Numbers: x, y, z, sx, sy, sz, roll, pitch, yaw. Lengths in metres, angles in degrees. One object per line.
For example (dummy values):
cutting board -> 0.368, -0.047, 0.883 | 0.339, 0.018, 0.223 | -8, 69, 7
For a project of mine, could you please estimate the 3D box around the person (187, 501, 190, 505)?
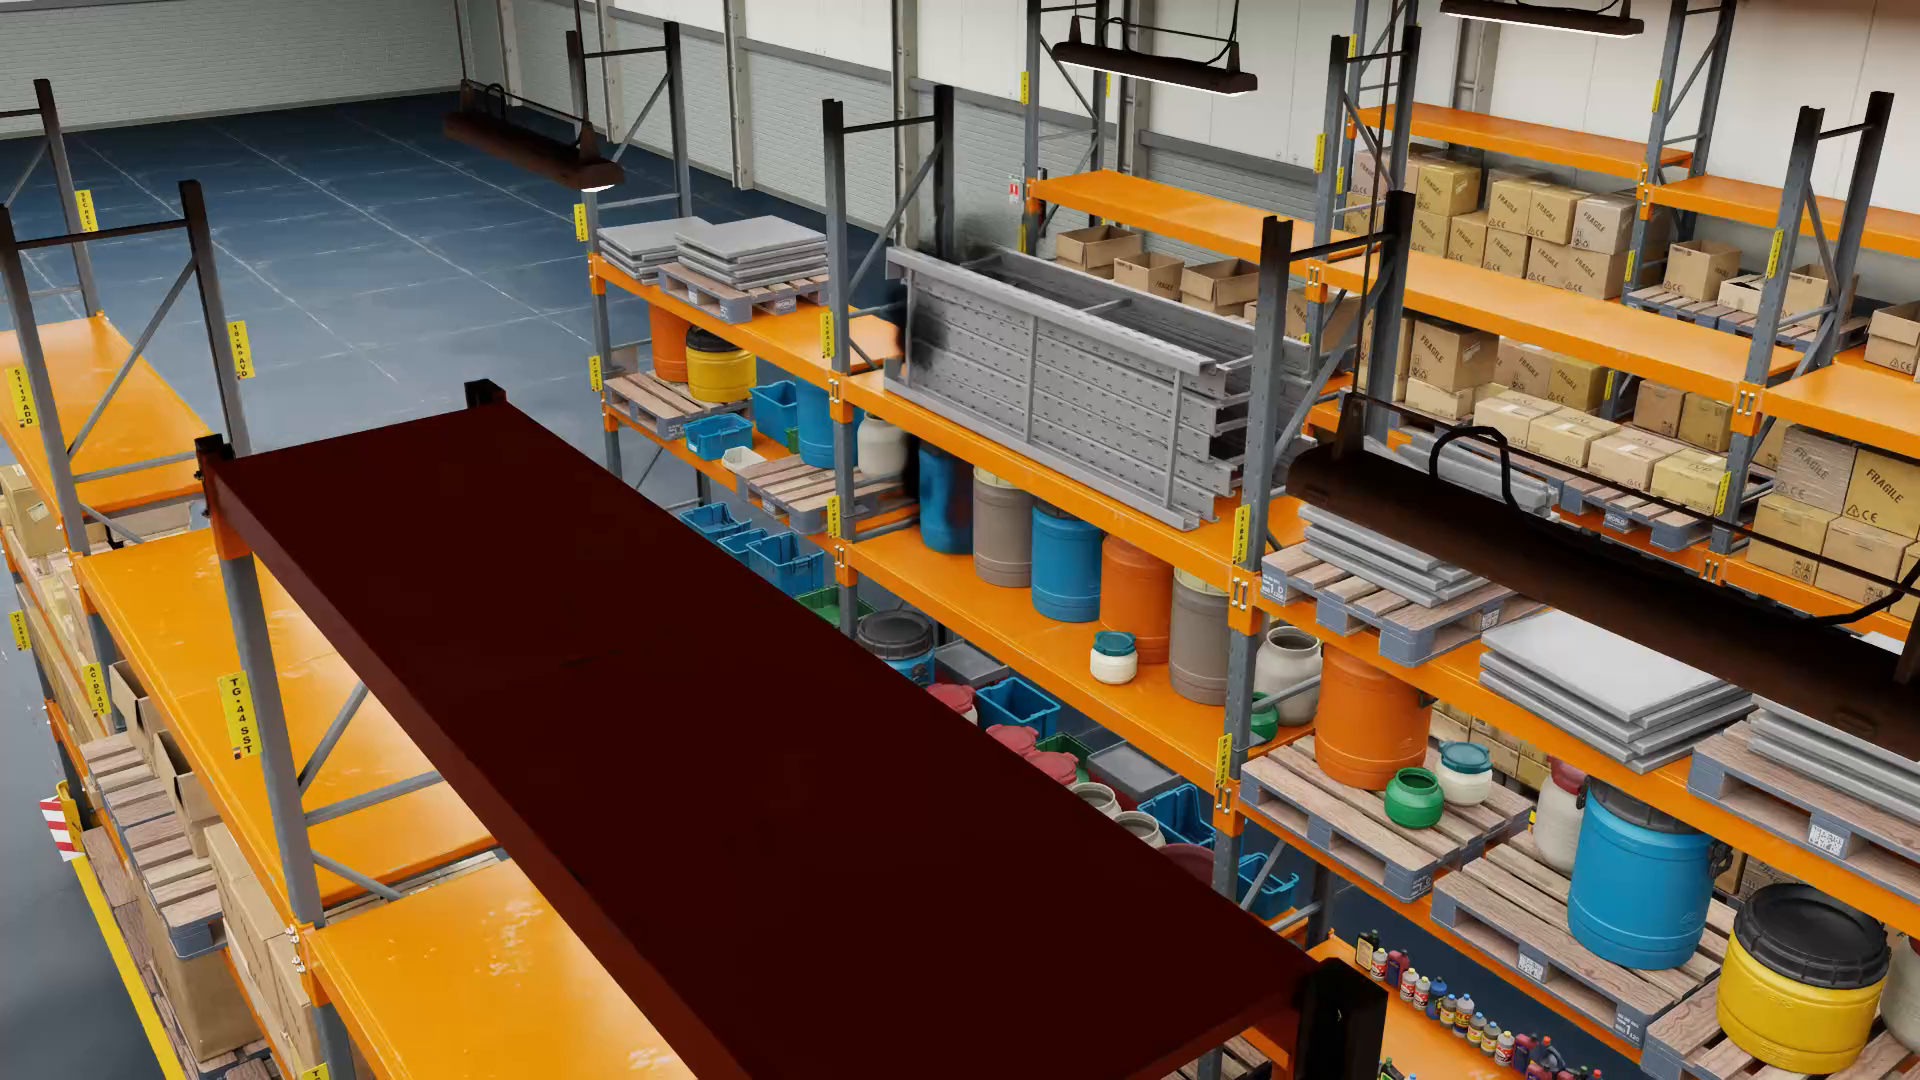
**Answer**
person -> -8.130, -0.087, 17.040 | 0.867, 1.823, 0.649 | -2, 25, -5
